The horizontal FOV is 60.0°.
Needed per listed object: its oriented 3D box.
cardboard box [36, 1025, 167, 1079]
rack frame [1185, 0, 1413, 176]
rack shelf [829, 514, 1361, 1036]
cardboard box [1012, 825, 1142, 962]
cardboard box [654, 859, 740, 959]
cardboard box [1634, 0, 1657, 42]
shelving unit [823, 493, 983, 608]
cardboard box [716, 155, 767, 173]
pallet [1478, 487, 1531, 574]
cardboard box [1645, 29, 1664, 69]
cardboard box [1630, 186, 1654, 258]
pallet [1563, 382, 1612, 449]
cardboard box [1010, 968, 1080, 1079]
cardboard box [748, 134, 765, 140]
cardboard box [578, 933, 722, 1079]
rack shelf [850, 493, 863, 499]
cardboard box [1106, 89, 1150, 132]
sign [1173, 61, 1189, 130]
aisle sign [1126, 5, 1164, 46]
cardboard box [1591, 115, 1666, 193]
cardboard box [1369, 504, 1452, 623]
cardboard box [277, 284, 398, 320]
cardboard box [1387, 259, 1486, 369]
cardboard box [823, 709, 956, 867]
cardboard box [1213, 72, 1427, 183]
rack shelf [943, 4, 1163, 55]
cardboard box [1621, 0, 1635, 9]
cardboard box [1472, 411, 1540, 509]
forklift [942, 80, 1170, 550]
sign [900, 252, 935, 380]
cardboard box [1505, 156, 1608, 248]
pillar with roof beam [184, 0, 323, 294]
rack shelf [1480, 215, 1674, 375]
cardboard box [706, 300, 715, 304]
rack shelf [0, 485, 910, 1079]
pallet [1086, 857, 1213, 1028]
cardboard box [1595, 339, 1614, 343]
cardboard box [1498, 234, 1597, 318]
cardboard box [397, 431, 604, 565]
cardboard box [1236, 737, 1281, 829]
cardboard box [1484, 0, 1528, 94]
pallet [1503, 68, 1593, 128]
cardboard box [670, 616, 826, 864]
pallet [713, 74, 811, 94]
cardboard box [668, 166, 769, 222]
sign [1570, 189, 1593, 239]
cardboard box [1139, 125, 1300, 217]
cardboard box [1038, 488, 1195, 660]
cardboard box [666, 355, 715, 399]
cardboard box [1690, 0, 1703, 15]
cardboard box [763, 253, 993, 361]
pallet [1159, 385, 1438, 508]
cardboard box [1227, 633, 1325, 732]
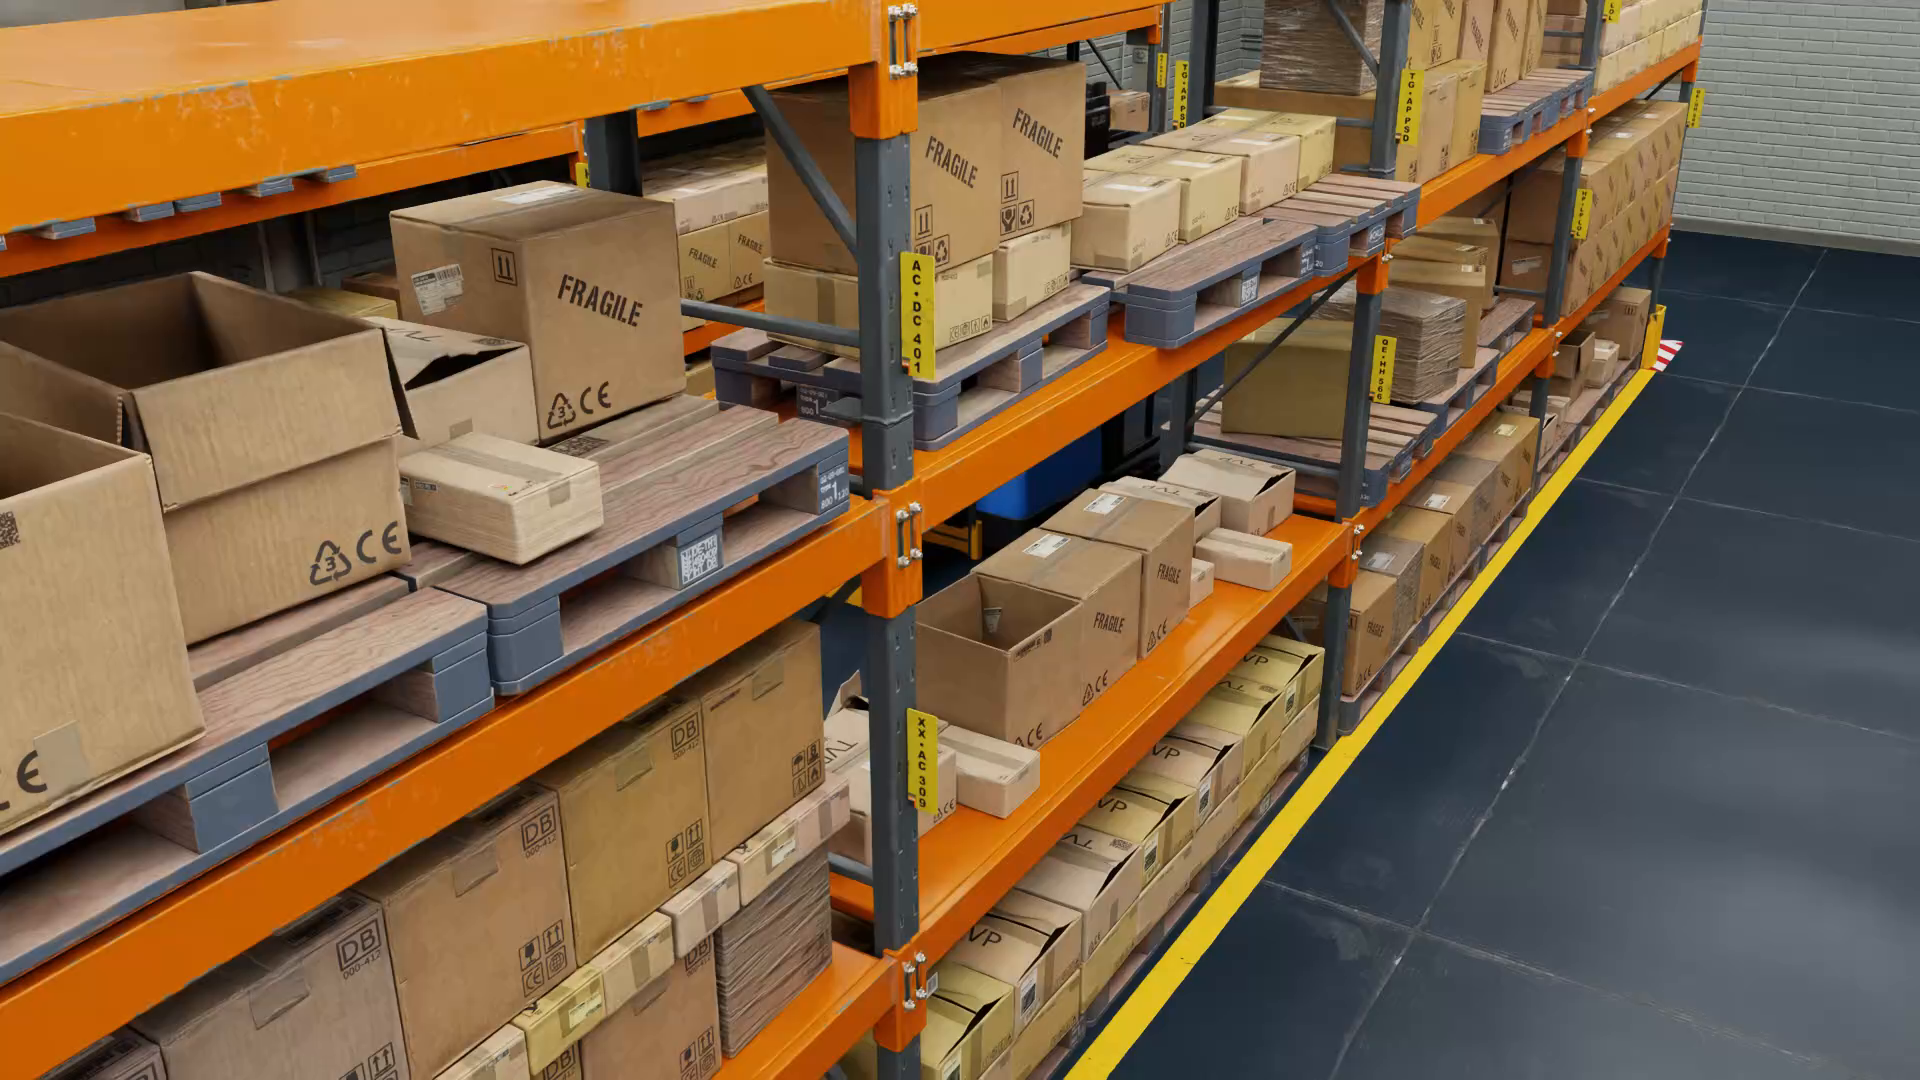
[{"bbox_3d":[-1.867,1.146,3.067,0.700,0.500,0.500,14,27,29],"label":"cardboard box"},{"bbox_3d":[1.529,-3.144,7.185,1.000,3.000,0.127,14,27,29],"label":"rack frame"},{"bbox_3d":[0.475,0.614,6.960,1.077,0.370,4.000,14,27,29],"label":"rack shelf"},{"bbox_3d":[0.390,1.341,6.603,0.500,0.311,0.500,13,27,27],"label":"cardboard box"},{"bbox_3d":[-0.810,0.924,4.397,0.380,0.149,0.250,13,27,27],"label":"cardboard box"},{"bbox_3d":[4.643,-3.725,11.864,0.500,0.250,0.500,14,27,29],"label":"cardboard box"},{"bbox_3d":[-0.388,-0.466,10.439,0.587,1.500,1.083,15,28,31],"label":"shelving unit"},{"bbox_3d":[-1.415,-2.587,11.981,0.500,0.250,0.500,13,27,28],"label":"cardboard box"},{"bbox_3d":[3.243,-0.179,11.397,1.003,0.211,1.213,14,27,29],"label":"pallet"},{"bbox_3d":[4.899,-3.667,12.357,0.500,0.250,0.500,14,27,29],"label":"cardboard box"},{"bbox_3d":[5.206,-2.585,13.321,0.500,0.500,0.500,14,27,29],"label":"cardboard box"},{"bbox_3d":[4.645,-1.106,13.539,1.003,0.211,1.213,14,27,29],"label":"pallet"},{"bbox_3d":[0.114,1.772,6.313,0.500,0.250,0.500,15,27,30],"label":"cardboard box"},{"bbox_3d":[-1.305,-3.035,13.015,0.500,0.250,0.500,14,27,30],"label":"cardboard box"},{"bbox_3d":[-1.082,1.244,4.475,0.700,0.500,0.500,14,27,28],"label":"cardboard box"},{"bbox_3d":[-0.393,-0.298,10.504,0.538,0.185,1.000,15,28,31],"label":"rack shelf"},{"bbox_3d":[1.278,-4.091,16.547,0.980,0.700,0.700,15,28,31],"label":"cardboard box"},{"bbox_3d":[1.070,-2.119,7.942,0.100,0.325,0.005,14,27,29],"label":"sign"},{"bbox_3d":[1.832,-5.282,16.403,0.394,0.787,0.004,14,27,29],"label":"aisle sign"},{"bbox_3d":[5.213,-3.041,13.114,0.500,0.500,0.500,15,27,30],"label":"cardboard box"},{"bbox_3d":[2.553,0.115,9.802,0.500,0.500,0.500,13,27,28],"label":"cardboard box"},{"bbox_3d":[-3.559,-1.089,9.311,0.700,0.500,0.500,14,27,29],"label":"cardboard box"},{"bbox_3d":[2.760,-1.370,9.985,0.700,0.500,0.500,7,24,16],"label":"cardboard box"},{"bbox_3d":[-0.358,0.853,5.693,0.500,0.250,0.500,16,28,32],"label":"cardboard box"},{"bbox_3d":[1.731,-1.967,8.117,0.910,0.500,0.500,14,27,29],"label":"cardboard box"},{"bbox_3d":[0.484,-4.499,14.997,1.077,0.370,4.000,14,27,29],"label":"rack shelf"},{"bbox_3d":[4.248,-3.933,11.400,0.700,0.500,0.500,14,27,29],"label":"cardboard box"},{"bbox_3d":[3.623,-0.569,11.381,0.500,0.500,0.500,14,27,29],"label":"cardboard box"},{"bbox_3d":[0.811,-1.788,11.690,1.130,2.935,3.031,15,28,31],"label":"forklift"},{"bbox_3d":[-0.108,-0.575,4.276,0.100,0.325,0.005,14,27,29],"label":"sign"},{"bbox_3d":[4.127,-2.346,11.508,0.500,0.500,0.500,15,27,30],"label":"cardboard box"},{"bbox_3d":[-0.444,-3.021,6.901,9.100,9.000,0.400,14,27,29],"label":"pillar with roof beam"},{"bbox_3d":[4.694,-2.086,13.197,1.077,0.370,4.000,14,27,29],"label":"rack shelf"},{"bbox_3d":[-1.930,-1.650,11.576,0.380,0.149,0.250,14,27,28],"label":"cardboard box"},{"bbox_3d":[-1.635,0.588,3.246,1.077,0.370,4.000,14,27,29],"label":"rack shelf"},{"bbox_3d":[0.418,1.569,7.360,1.003,0.211,1.213,14,27,29],"label":"pallet"},{"bbox_3d":[5.382,-1.639,14.274,0.380,0.166,0.250,14,27,29],"label":"cardboard box"},{"bbox_3d":[4.140,-1.902,11.741,0.500,0.500,0.500,15,27,30],"label":"cardboard box"},{"bbox_3d":[-0.985,-0.094,3.528,0.380,0.149,0.250,14,27,29],"label":"cardboard box"},{"bbox_3d":[1.190,1.082,7.908,0.500,0.250,0.500,14,27,28],"label":"cardboard box"},{"bbox_3d":[2.978,-3.017,9.887,0.600,0.600,0.600,14,27,28],"label":"cardboard box"},{"bbox_3d":[3.236,-2.826,10.462,1.213,0.211,1.003,14,27,29],"label":"pallet"},{"bbox_3d":[-0.809,0.469,4.632,0.700,0.500,0.500,14,27,29],"label":"cardboard box"},{"bbox_3d":[-1.799,-3.324,11.614,1.003,0.211,1.213,15,28,31],"label":"pallet"},{"bbox_3d":[-1.679,-2.414,11.580,0.500,0.250,0.500,14,27,29],"label":"cardboard box"},{"bbox_3d":[4.113,-2.157,10.999,0.100,0.325,0.005,14,27,29],"label":"sign"},{"bbox_3d":[1.077,-1.545,6.929,0.500,0.250,0.500,15,27,30],"label":"cardboard box"},{"bbox_3d":[0.658,0.133,7.041,0.500,0.500,0.500,12,26,26],"label":"cardboard box"},{"bbox_3d":[-2.182,-0.854,11.625,0.750,0.750,0.750,13,27,28],"label":"cardboard box"},{"bbox_3d":[5.695,-4.401,13.424,0.500,0.250,0.500,14,27,29],"label":"cardboard box"},{"bbox_3d":[-0.247,-0.747,5.084,0.500,0.250,0.500,17,29,34],"label":"cardboard box"},{"bbox_3d":[1.827,-0.546,8.977,1.213,0.211,1.003,14,27,29],"label":"pallet"},{"bbox_3d":[1.462,0.649,8.201,0.500,0.311,0.500,15,27,30],"label":"cardboard box"}]
